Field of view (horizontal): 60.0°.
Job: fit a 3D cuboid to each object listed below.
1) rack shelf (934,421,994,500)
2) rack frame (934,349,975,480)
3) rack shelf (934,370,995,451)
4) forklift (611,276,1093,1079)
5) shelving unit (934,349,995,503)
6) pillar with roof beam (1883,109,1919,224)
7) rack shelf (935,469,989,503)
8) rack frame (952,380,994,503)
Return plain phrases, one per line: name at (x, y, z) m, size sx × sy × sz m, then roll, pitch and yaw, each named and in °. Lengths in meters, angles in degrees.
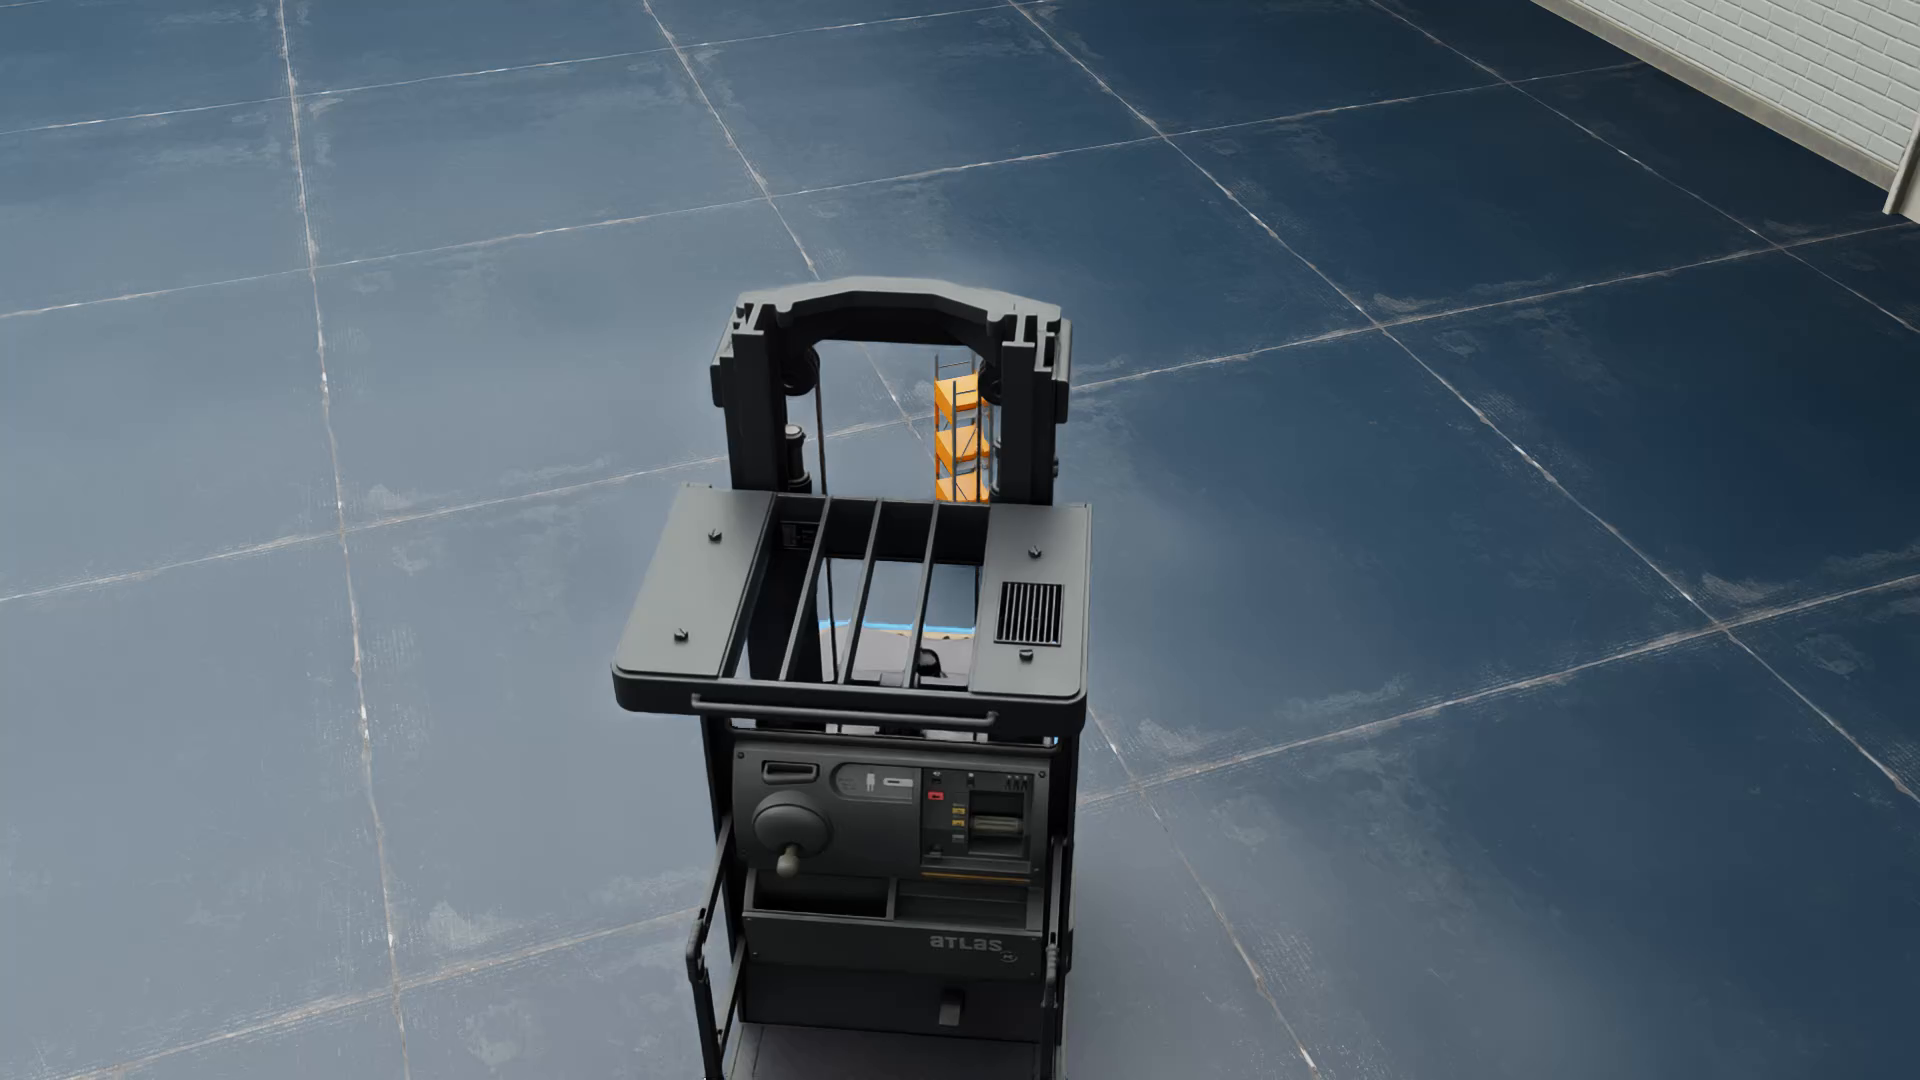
rack shelf at (0.018, -0.381, 7.961) m, size 0.215 × 0.259 × 0.240 m, roll -12°, pitch 39°, yaw -16°
rack frame at (-0.024, -0.458, 8.046) m, size 0.200 × 1.050 × 0.008 m, roll -12°, pitch 39°, yaw -16°
rack shelf at (0.018, -0.607, 7.790) m, size 0.215 × 0.259 × 0.240 m, roll -12°, pitch 39°, yaw -16°
forklift at (-0.221, 0.879, 4.708) m, size 1.130 × 2.935 × 3.031 m, roll 3°, pitch 37°, yaw 4°
shelving unit at (0.018, -0.389, 7.954) m, size 0.215 × 1.050 × 0.252 m, roll -12°, pitch 39°, yaw -16°
pillar with roof beam at (2.417, -4.852, 7.272) m, size 9.100 × 9.000 × 0.400 m, roll -12°, pitch 39°, yaw -16°
rack shelf at (0.018, -0.159, 8.128) m, size 0.215 × 0.259 × 0.240 m, roll -12°, pitch 39°, yaw -16°
rack frame at (0.060, -0.320, 7.863) m, size 0.200 × 1.050 × 0.008 m, roll -12°, pitch 39°, yaw -16°
